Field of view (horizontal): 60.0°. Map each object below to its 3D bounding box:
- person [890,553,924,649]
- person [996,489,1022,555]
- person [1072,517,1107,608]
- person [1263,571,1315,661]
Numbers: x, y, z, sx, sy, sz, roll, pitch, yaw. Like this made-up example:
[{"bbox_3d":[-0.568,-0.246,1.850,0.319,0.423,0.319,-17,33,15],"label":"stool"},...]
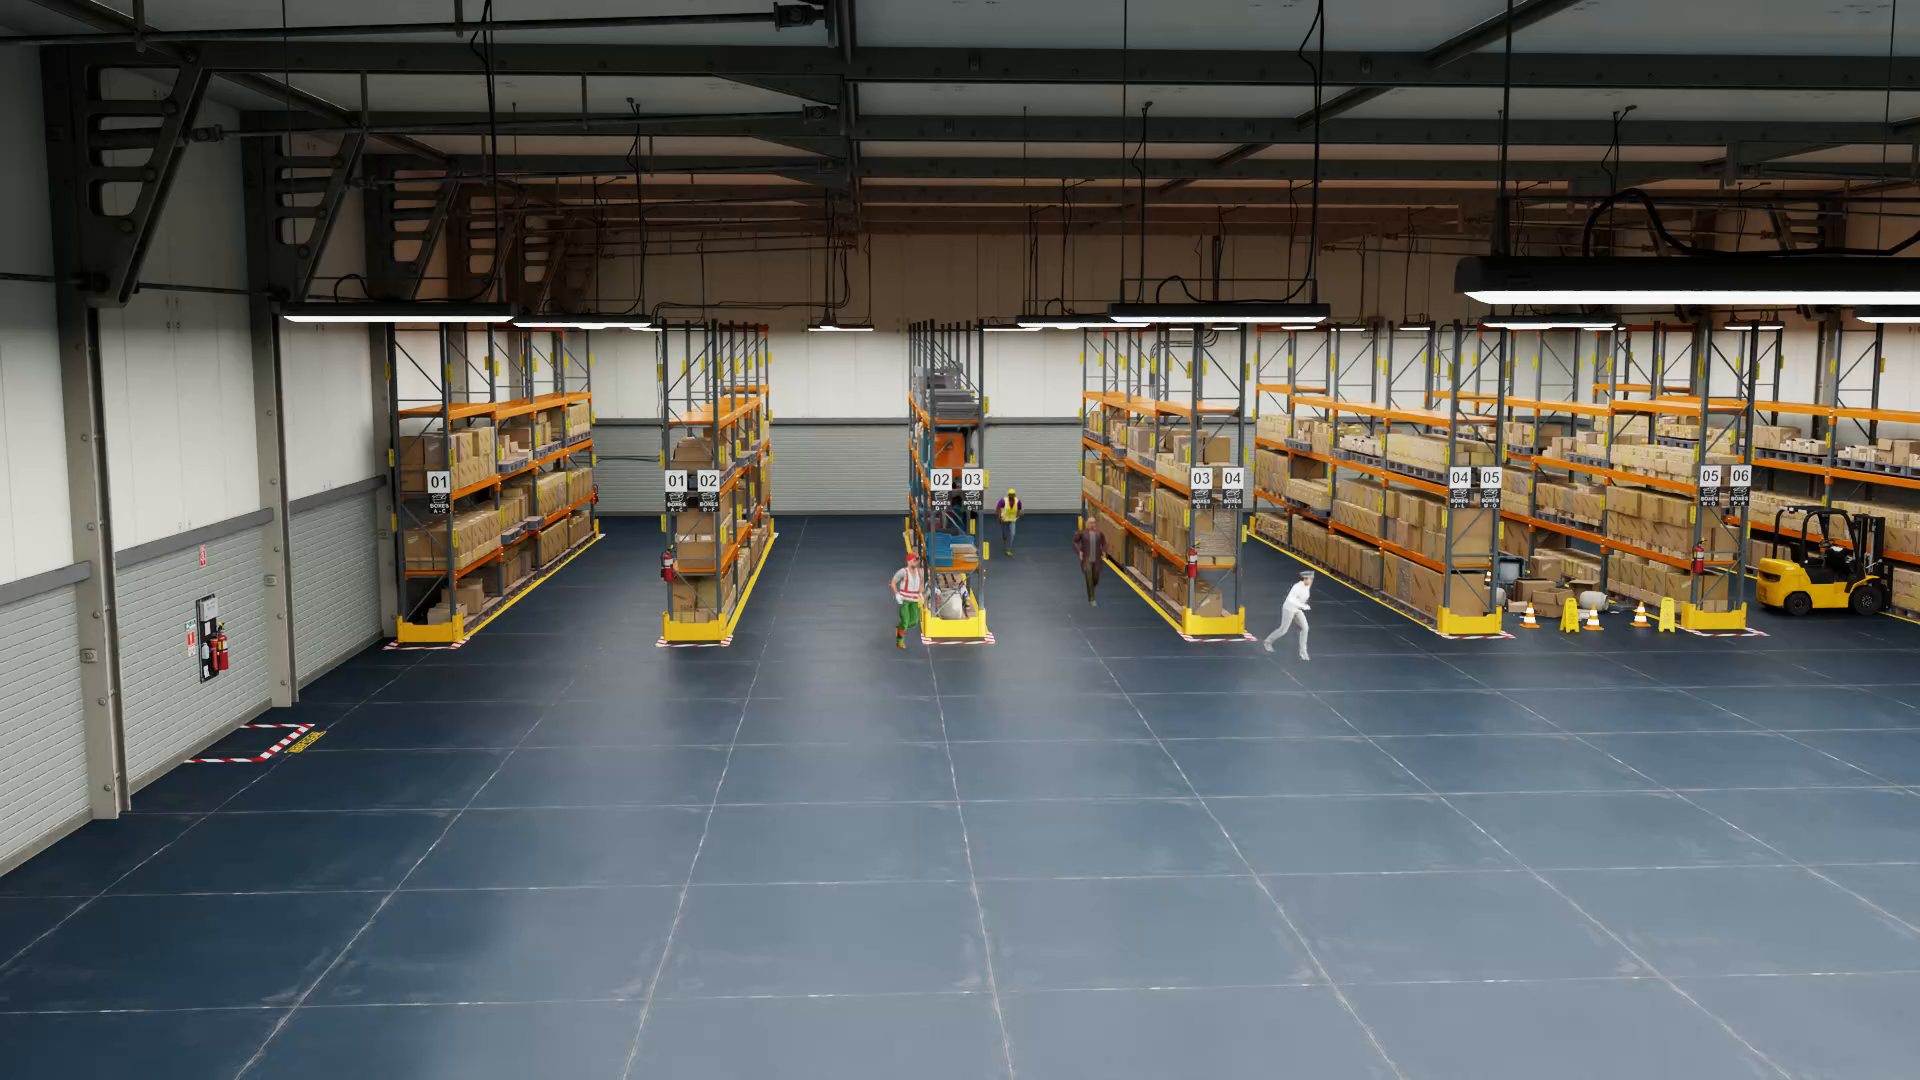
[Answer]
[{"bbox_3d":[-0.965,1.102,30.622,0.705,1.724,0.573,-5,9,-34],"label":"person"},{"bbox_3d":[1.286,-0.493,43.627,0.712,1.743,0.877,-1,7,-8],"label":"person"},{"bbox_3d":[2.628,0.427,33.593,0.711,1.779,0.880,-1,7,-9],"label":"person"},{"bbox_3d":[5.849,1.318,29.557,0.965,1.628,0.657,6,9,38],"label":"person"}]
